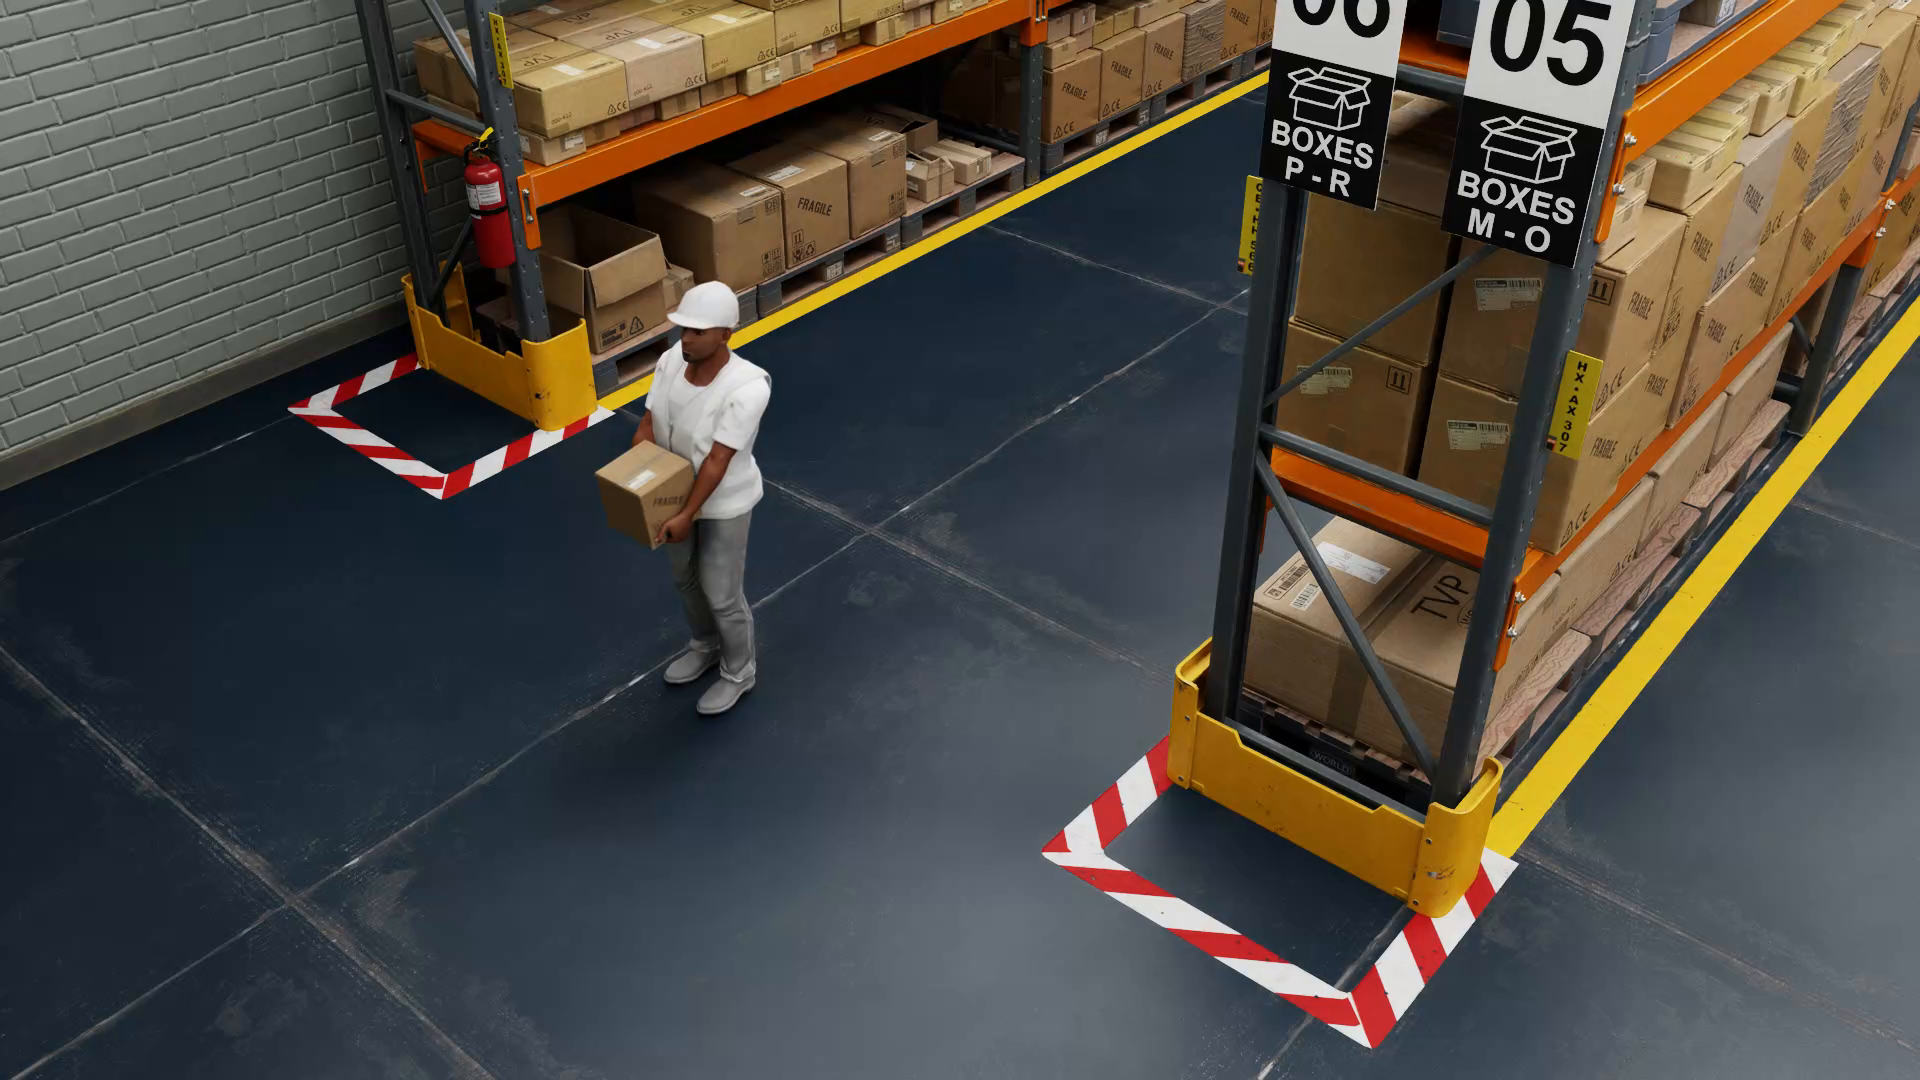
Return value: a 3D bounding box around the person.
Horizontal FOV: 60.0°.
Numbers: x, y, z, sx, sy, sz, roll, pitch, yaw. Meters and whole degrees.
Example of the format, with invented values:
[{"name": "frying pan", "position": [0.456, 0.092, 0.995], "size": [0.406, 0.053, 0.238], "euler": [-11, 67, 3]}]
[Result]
[{"name": "person", "position": [-1.011, -0.117, 6.297], "size": [0.502, 1.761, 0.577], "euler": [26, 42, 32]}]
